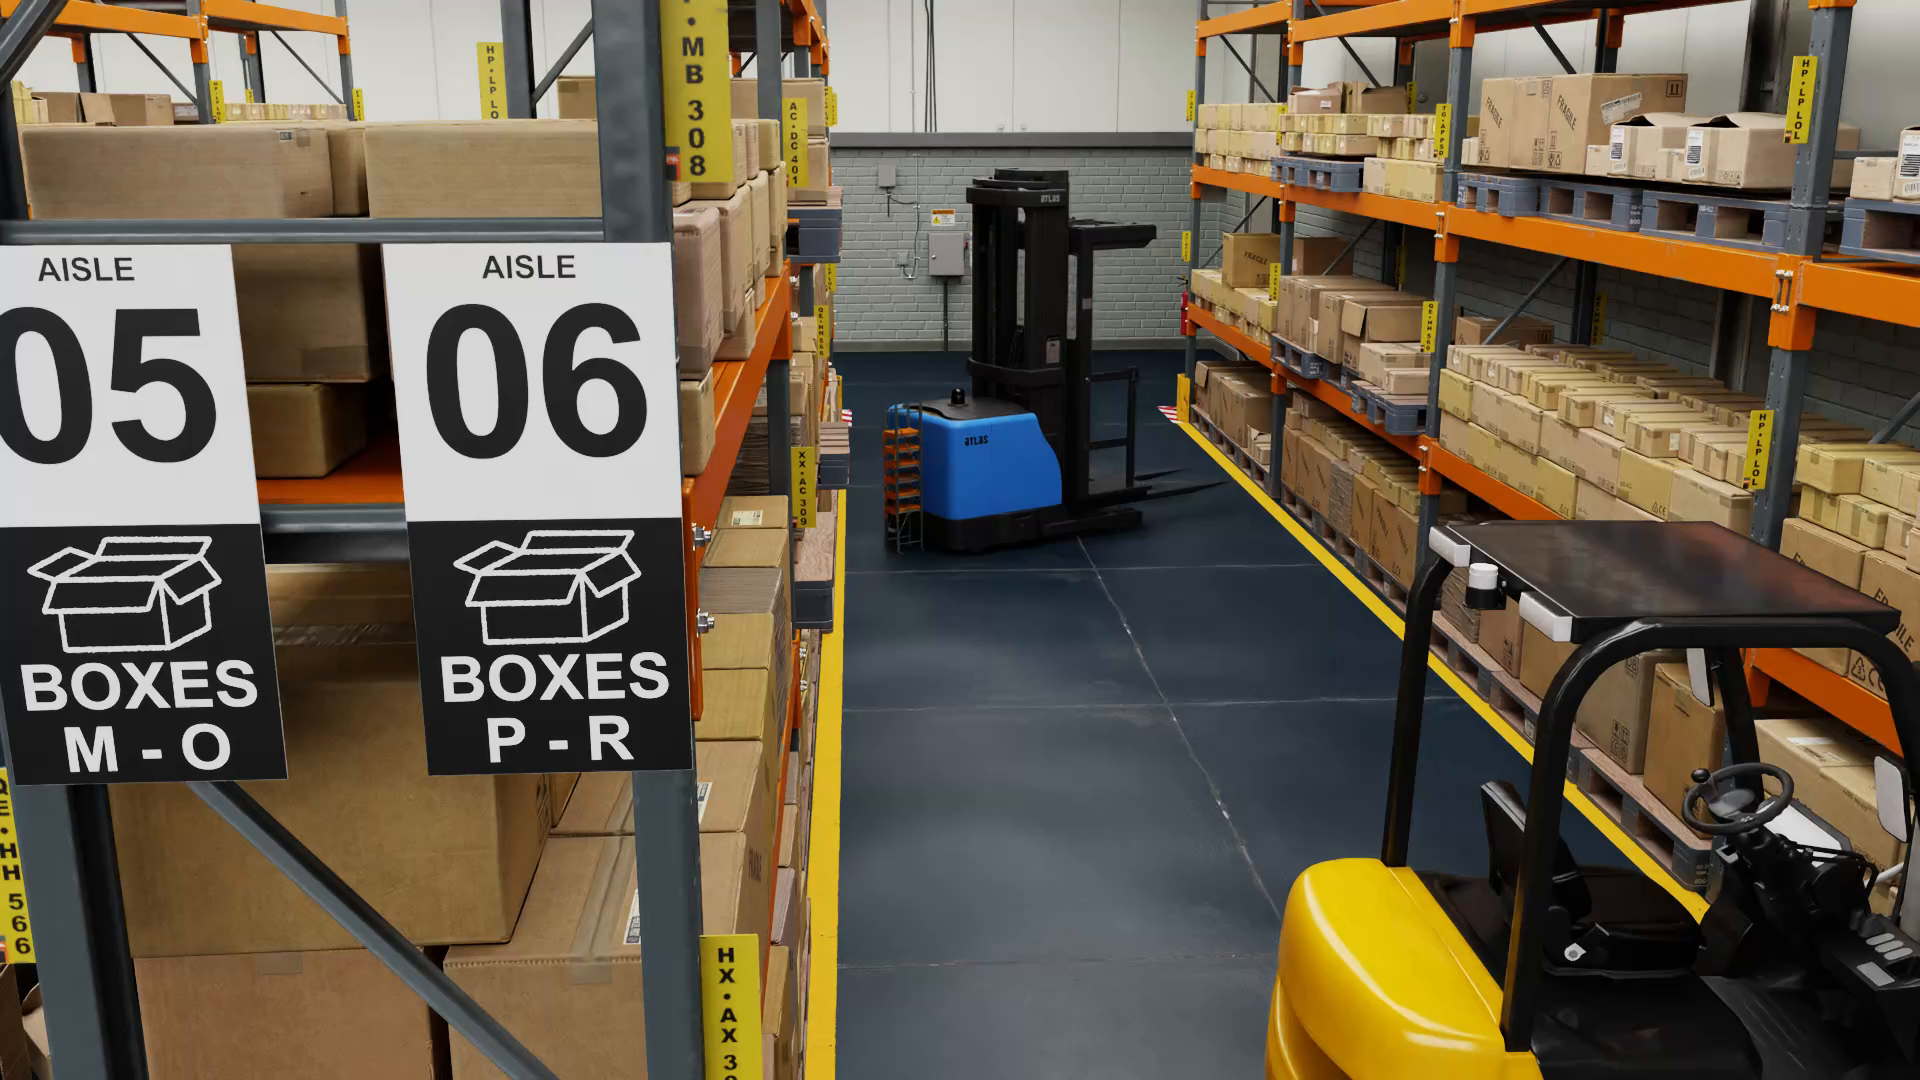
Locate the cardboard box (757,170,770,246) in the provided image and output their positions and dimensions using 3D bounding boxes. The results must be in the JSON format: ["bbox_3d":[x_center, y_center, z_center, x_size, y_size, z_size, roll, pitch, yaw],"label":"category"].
[{"bbox_3d":[-0.817,-0.943,4.856,0.500,0.250,0.500,-1,14,-4],"label":"cardboard box"}]

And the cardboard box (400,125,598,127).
[{"bbox_3d":[-0.764,-0.654,2.931,0.380,0.149,0.250,-1,14,-4],"label":"cardboard box"}]

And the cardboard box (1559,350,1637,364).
[{"bbox_3d":[3.894,-1.071,10.167,0.380,0.149,0.250,-1,14,-2],"label":"cardboard box"}]

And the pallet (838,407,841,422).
[{"bbox_3d":[-1.778,-1.214,17.820,1.003,0.211,1.213,-1,14,-3],"label":"pallet"}]

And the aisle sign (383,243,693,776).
[{"bbox_3d":[-0.601,-0.031,2.410,0.394,0.787,0.004,-1,14,-3],"label":"aisle sign"}]

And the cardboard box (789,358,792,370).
[{"bbox_3d":[-1.009,-0.878,7.978,0.380,0.149,0.250,0,14,0],"label":"cardboard box"}]

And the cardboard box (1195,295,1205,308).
[{"bbox_3d":[2.795,-2.632,18.239,0.380,0.149,0.250,-1,14,-4],"label":"cardboard box"}]

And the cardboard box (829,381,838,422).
[{"bbox_3d":[-1.700,-1.334,16.991,0.875,0.438,0.875,0,14,-2],"label":"cardboard box"}]

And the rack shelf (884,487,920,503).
[{"bbox_3d":[-0.445,-0.342,13.101,0.258,0.103,0.180,-9,17,-32],"label":"rack shelf"}]

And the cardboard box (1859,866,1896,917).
[{"bbox_3d":[3.547,1.282,6.198,0.500,0.250,0.500,-1,14,-4],"label":"cardboard box"}]

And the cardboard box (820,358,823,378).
[{"bbox_3d":[-1.245,-1.324,11.951,0.500,0.250,0.500,-1,14,-4],"label":"cardboard box"}]

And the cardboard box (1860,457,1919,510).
[{"bbox_3d":[3.639,-0.214,6.240,0.380,0.149,0.250,-1,14,-3],"label":"cardboard box"}]

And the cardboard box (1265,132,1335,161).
[{"bbox_3d":[3.016,-3.485,14.735,0.500,0.250,0.500,-1,14,-3],"label":"cardboard box"}]

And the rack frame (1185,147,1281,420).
[{"bbox_3d":[3.048,-2.839,18.542,1.000,3.000,0.127,-1,14,-3],"label":"rack frame"}]

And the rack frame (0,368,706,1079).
[{"bbox_3d":[-0.915,1.217,2.775,1.000,3.000,0.127,-1,14,-3],"label":"rack frame"}]

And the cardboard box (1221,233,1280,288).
[{"bbox_3d":[2.901,-2.784,16.525,0.500,0.500,0.500,-1,14,-2],"label":"cardboard box"}]

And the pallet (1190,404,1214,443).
[{"bbox_3d":[3.103,-1.272,18.045,1.003,0.211,1.213,-1,14,-3],"label":"pallet"}]

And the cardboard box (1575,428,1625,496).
[{"bbox_3d":[3.441,-0.398,8.350,0.500,0.250,0.500,-1,14,-2],"label":"cardboard box"}]

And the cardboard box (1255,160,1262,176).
[{"bbox_3d":[2.948,-3.449,15.397,0.380,0.149,0.250,-1,14,-4],"label":"cardboard box"}]

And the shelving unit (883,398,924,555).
[{"bbox_3d":[-0.446,-0.501,13.061,0.258,1.200,0.189,-9,17,-32],"label":"shelving unit"}]

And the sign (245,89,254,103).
[{"bbox_3d":[-7.382,-4.528,17.330,0.100,0.325,0.005,-1,14,-3],"label":"sign"}]

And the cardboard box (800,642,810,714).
[{"bbox_3d":[-1.290,0.810,8.790,0.950,0.372,0.625,0,14,-2],"label":"cardboard box"}]

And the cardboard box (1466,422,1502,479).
[{"bbox_3d":[3.354,-0.538,9.898,0.500,0.250,0.500,-1,14,-5],"label":"cardboard box"}]

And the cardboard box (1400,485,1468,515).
[{"bbox_3d":[3.260,-0.276,11.450,0.380,0.149,0.250,-2,15,-6],"label":"cardboard box"}]

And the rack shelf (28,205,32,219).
[{"bbox_3d":[-6.468,-2.272,11.762,1.077,0.370,4.000,-1,14,-3],"label":"rack shelf"}]

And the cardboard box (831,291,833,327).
[{"bbox_3d":[-1.509,-2.313,16.297,0.500,0.500,0.500,0,14,-2],"label":"cardboard box"}]

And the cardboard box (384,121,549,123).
[{"bbox_3d":[-1.290,-1.026,4.378,0.380,0.149,0.250,-1,14,-2],"label":"cardboard box"}]

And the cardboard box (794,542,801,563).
[{"bbox_3d":[-0.881,-0.001,7.173,0.380,0.149,0.250,-1,14,-3],"label":"cardboard box"}]

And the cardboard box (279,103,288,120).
[{"bbox_3d":[-6.431,-3.949,15.333,0.380,0.149,0.250,-1,14,-5],"label":"cardboard box"}]

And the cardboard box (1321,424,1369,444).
[{"bbox_3d":[3.205,-0.859,13.716,0.380,0.149,0.250,-1,14,-4],"label":"cardboard box"}]

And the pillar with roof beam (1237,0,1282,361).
[{"bbox_3d":[-0.516,-6.363,20.196,9.100,9.000,0.400,-1,14,-3],"label":"pillar with roof beam"}]

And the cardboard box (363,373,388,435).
[{"bbox_3d":[-1.264,-0.259,2.999,0.380,0.149,0.250,-1,14,-3],"label":"cardboard box"}]

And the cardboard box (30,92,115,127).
[{"bbox_3d":[-6.628,-2.985,12.039,0.797,0.503,0.637,-1,14,-4],"label":"cardboard box"}]

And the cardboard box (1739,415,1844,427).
[{"bbox_3d":[3.968,-0.501,7.952,0.380,0.149,0.250,-1,14,-4],"label":"cardboard box"}]

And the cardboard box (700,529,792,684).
[{"bbox_3d":[-0.848,0.265,5.680,0.500,0.500,0.500,0,14,-2],"label":"cardboard box"}]

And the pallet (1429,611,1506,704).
[{"bbox_3d":[3.556,0.706,10.358,1.003,0.211,1.213,-1,14,-3],"label":"pallet"}]

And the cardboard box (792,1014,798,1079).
[{"bbox_3d":[-0.788,1.753,5.370,0.500,0.250,0.500,-1,14,-3],"label":"cardboard box"}]

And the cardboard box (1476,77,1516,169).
[{"bbox_3d":[3.345,-2.419,9.643,0.500,0.500,0.500,-1,14,-3],"label":"cardboard box"}]

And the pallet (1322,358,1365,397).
[{"bbox_3d":[3.419,-1.240,12.712,1.003,0.211,1.213,-1,14,-3],"label":"pallet"}]

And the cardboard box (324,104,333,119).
[{"bbox_3d":[-6.587,-4.335,16.832,0.380,0.149,0.250,-1,14,-3],"label":"cardboard box"}]

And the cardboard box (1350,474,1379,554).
[{"bbox_3d":[3.247,-0.199,12.454,0.500,0.500,0.500,0,14,-1],"label":"cardboard box"}]

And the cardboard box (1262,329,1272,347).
[{"bbox_3d":[2.986,-1.863,15.250,0.380,0.149,0.250,0,14,-2],"label":"cardboard box"}]

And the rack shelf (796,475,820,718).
[{"bbox_3d":[-1.286,0.074,8.664,1.077,0.370,4.000,-1,14,-3],"label":"rack shelf"}]

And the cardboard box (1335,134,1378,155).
[{"bbox_3d":[3.038,-2.965,12.471,0.380,0.149,0.250,-1,14,-2],"label":"cardboard box"}]

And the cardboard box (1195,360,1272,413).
[{"bbox_3d":[2.991,-1.680,18.204,0.797,0.503,0.637,-1,15,-6],"label":"cardboard box"}]

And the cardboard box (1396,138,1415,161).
[{"bbox_3d":[3.235,-2.699,11.477,0.380,0.149,0.250,-1,14,-3],"label":"cardboard box"}]

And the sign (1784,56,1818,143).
[{"bbox_3d":[3.251,-1.700,6.423,0.100,0.325,0.005,-1,14,-3],"label":"sign"}]

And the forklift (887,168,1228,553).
[{"bbox_3d":[0.913,-1.578,13.777,3.031,2.935,1.130,-9,17,-32],"label":"forklift"}]

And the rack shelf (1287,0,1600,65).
[{"bbox_3d":[3.420,-3.710,12.134,1.077,0.370,4.000,-1,14,-3],"label":"rack shelf"}]

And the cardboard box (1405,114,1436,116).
[{"bbox_3d":[3.553,-3.116,12.460,0.380,0.149,0.250,-1,14,-2],"label":"cardboard box"}]

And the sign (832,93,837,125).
[{"bbox_3d":[-1.363,-4.610,17.785,0.100,0.325,0.005,-1,14,-3],"label":"sign"}]

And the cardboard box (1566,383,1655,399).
[{"bbox_3d":[3.473,-0.744,8.897,0.380,0.149,0.250,-1,14,-3],"label":"cardboard box"}]
